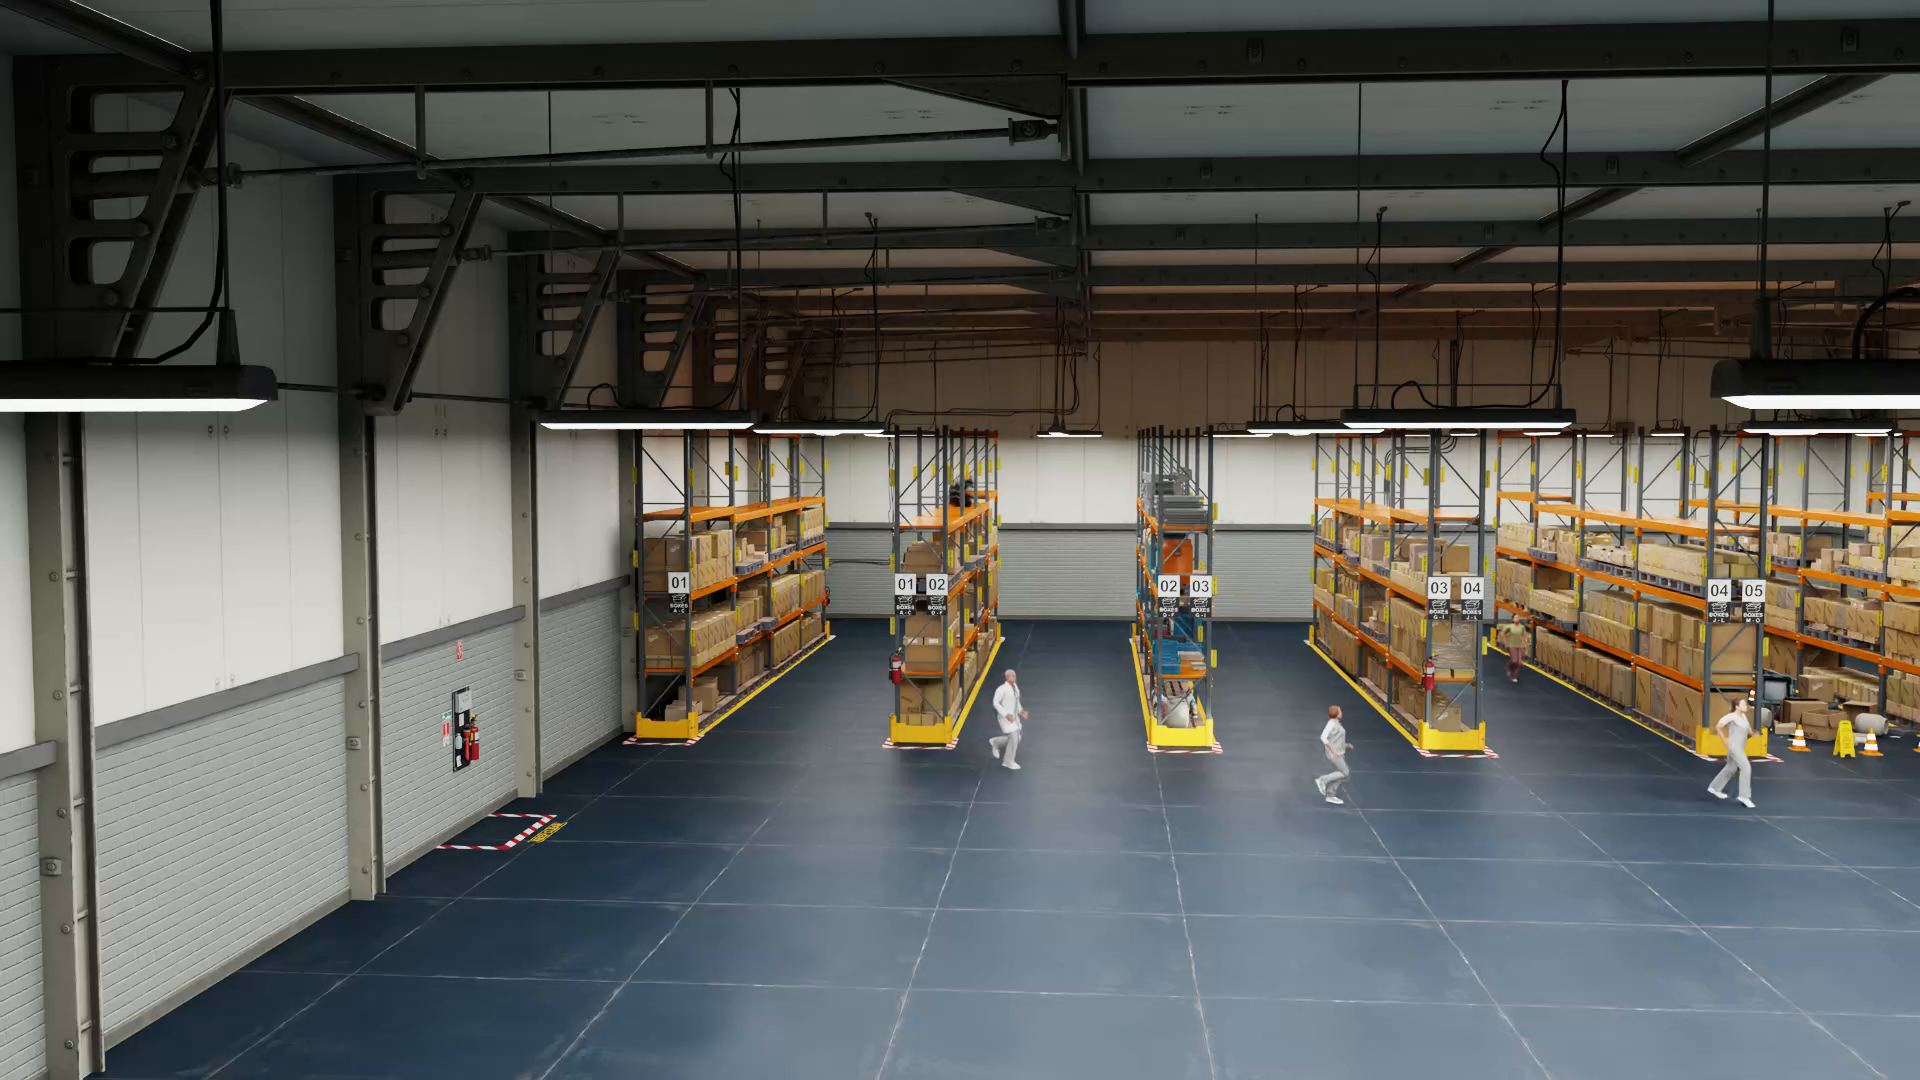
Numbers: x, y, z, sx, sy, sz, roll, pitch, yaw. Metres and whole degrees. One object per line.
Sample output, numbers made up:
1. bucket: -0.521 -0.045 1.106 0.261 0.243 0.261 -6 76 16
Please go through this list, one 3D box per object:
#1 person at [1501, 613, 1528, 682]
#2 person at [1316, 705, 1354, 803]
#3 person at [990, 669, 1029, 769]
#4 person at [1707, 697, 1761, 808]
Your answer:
1. person: 13.148 2.545 39.342 0.575 1.627 0.540 0 3 0
2. person: 5.913 3.375 26.206 0.544 1.555 0.536 2 4 25
3. person: 0.768 3.118 29.106 0.695 1.731 0.694 2 4 32
4. person: 12.198 3.314 26.213 0.777 1.716 0.554 3 5 44
